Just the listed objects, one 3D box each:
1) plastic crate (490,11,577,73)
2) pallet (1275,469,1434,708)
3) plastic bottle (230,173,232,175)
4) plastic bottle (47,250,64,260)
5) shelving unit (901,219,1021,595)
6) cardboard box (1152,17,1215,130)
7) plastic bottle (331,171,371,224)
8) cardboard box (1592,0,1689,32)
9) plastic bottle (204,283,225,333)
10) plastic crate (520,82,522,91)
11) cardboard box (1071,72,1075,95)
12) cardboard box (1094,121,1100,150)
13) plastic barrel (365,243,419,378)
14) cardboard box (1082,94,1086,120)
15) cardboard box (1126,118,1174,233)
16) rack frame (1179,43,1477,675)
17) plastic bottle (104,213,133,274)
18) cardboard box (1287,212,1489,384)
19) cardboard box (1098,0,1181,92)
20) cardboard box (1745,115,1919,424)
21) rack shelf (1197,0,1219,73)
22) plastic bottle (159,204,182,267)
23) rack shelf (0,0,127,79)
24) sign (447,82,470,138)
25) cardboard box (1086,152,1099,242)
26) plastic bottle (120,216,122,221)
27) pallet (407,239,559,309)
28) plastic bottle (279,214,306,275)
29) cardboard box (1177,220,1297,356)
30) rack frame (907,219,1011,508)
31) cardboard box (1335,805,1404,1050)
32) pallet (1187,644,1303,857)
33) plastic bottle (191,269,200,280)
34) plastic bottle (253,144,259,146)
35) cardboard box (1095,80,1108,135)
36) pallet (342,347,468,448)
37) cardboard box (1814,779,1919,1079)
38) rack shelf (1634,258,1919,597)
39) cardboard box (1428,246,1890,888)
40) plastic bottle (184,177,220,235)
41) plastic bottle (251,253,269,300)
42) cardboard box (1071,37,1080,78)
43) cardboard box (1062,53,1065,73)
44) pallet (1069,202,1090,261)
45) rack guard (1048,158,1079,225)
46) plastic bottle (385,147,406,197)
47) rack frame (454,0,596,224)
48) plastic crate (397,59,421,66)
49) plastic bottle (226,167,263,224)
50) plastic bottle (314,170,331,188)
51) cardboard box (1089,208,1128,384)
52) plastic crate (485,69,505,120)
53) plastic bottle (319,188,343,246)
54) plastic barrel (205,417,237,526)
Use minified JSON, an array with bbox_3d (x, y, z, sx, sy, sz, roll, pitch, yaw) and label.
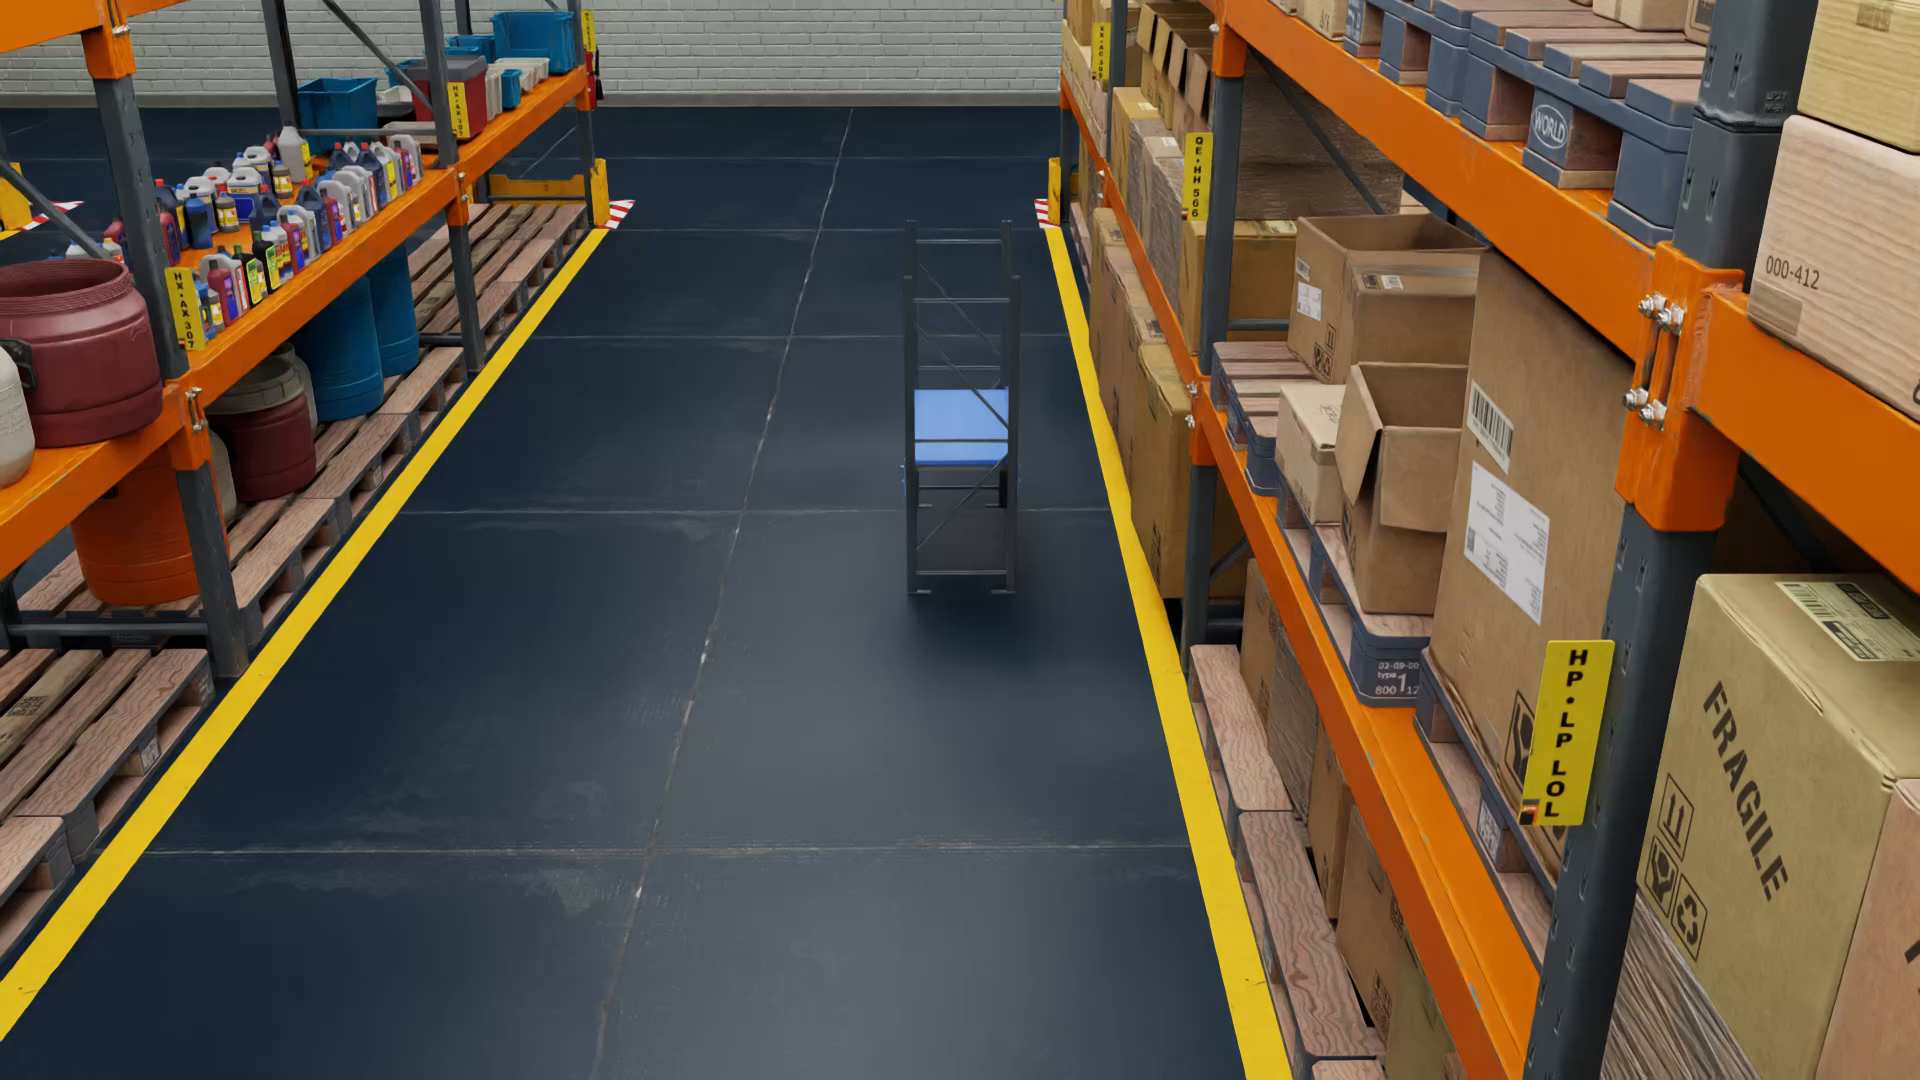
[{"bbox_3d":[-3.412,-4.006,13.353,0.616,0.435,0.499,0,24,-1],"label":"plastic crate"},{"bbox_3d":[1.500,0.077,4.672,1.003,0.211,1.213,0,24,-1],"label":"pallet"},{"bbox_3d":[-3.955,-1.890,9.030,0.097,0.201,0.097,0,24,0],"label":"plastic bottle"},{"bbox_3d":[-3.934,-1.133,7.271,0.097,0.271,0.097,0,24,0],"label":"plastic bottle"},{"bbox_3d":[0.001,-0.648,7.863,0.538,1.500,1.048,0,24,-1],"label":"shelving unit"},{"bbox_3d":[1.405,-2.431,8.646,0.797,0.503,0.637,0,24,0],"label":"cardboard box"},{"bbox_3d":[-3.220,-1.821,8.786,0.152,0.276,0.135,0,24,-1],"label":"plastic bottle"},{"bbox_3d":[1.371,-1.061,2.970,0.396,0.266,0.258,1,24,1],"label":"cardboard box"},{"bbox_3d":[-3.172,-0.981,7.020,0.097,0.201,0.097,0,24,0],"label":"plastic bottle"},{"bbox_3d":[-3.374,-3.316,12.189,0.298,0.136,0.250,0,24,-1],"label":"plastic crate"},{"bbox_3d":[1.037,-3.437,12.514,0.380,0.149,0.250,-1,24,-2],"label":"cardboard box"},{"bbox_3d":[1.060,-2.590,10.642,0.380,0.149,0.250,0,24,0],"label":"cardboard box"},{"bbox_3d":[-3.570,-1.463,9.881,0.600,0.901,0.708,0,24,-1],"label":"plastic barrel"},{"bbox_3d":[1.049,-3.013,11.578,0.380,0.149,0.250,-1,24,-1],"label":"cardboard box"},{"bbox_3d":[1.160,-1.916,8.724,0.500,0.500,0.500,-1,24,-2],"label":"cardboard box"},{"bbox_3d":[1.438,-0.826,6.436,1.000,3.000,0.127,0,24,-1],"label":"rack frame"},{"bbox_3d":[-3.959,-1.386,7.817,0.061,0.283,0.133,0,24,-1],"label":"plastic bottle"},{"bbox_3d":[1.483,-0.840,5.837,0.500,0.500,0.500,-3,25,-7],"label":"cardboard box"},{"bbox_3d":[1.122,-3.071,10.312,0.500,0.500,0.500,0,24,1],"label":"cardboard box"},{"bbox_3d":[1.230,-0.289,1.792,0.500,0.250,0.500,-1,24,-3],"label":"cardboard box"},{"bbox_3d":[1.416,-2.689,7.788,1.077,0.370,4.000,0,24,-1],"label":"rack shelf"},{"bbox_3d":[-3.816,-1.463,7.986,0.061,0.283,0.133,0,24,-1],"label":"plastic bottle"},{"bbox_3d":[-3.493,-1.018,4.095,1.077,0.370,4.000,0,24,-1],"label":"rack shelf"},{"bbox_3d":[-3.009,-2.580,9.978,0.100,0.325,0.005,0,24,-1],"label":"sign"},{"bbox_3d":[1.447,-2.707,12.665,0.875,0.875,0.875,0,24,-1],"label":"cardboard box"},{"bbox_3d":[-3.919,-1.483,7.948,0.144,0.351,0.185,0,24,-1],"label":"plastic bottle"},{"bbox_3d":[-3.622,-1.988,12.390,1.003,0.211,1.213,0,24,-1],"label":"pallet"},{"bbox_3d":[-3.164,-1.407,7.862,0.061,0.283,0.133,0,24,-1],"label":"plastic bottle"},{"bbox_3d":[1.184,-1.074,6.863,0.500,0.500,0.500,0,24,1],"label":"cardboard box"},{"bbox_3d":[-0.005,-0.858,8.326,0.500,1.500,0.032,0,24,-1],"label":"rack frame"},{"bbox_3d":[1.503,1.081,4.720,0.700,0.500,0.500,-2,24,-5],"label":"cardboard box"},{"bbox_3d":[1.445,0.767,6.299,1.003,0.211,1.213,0,24,-1],"label":"pallet"},{"bbox_3d":[-3.326,-1.075,7.229,0.097,0.201,0.097,0,24,0],"label":"plastic bottle"},{"bbox_3d":[-3.959,-2.098,9.404,0.097,0.271,0.097,0,24,0],"label":"plastic bottle"},{"bbox_3d":[1.127,-2.722,10.450,0.500,0.250,0.500,-1,24,-2],"label":"cardboard box"},{"bbox_3d":[-3.592,-0.863,9.902,1.003,0.211,1.213,0,24,-1],"label":"pallet"},{"bbox_3d":[1.239,0.578,1.636,0.500,0.500,0.500,0,24,-1],"label":"cardboard box"},{"bbox_3d":[1.503,0.608,0.500,1.077,0.370,4.000,0,24,-1],"label":"rack shelf"},{"bbox_3d":[1.613,0.030,3.307,1.000,1.000,1.000,0,24,0],"label":"cardboard box"},{"bbox_3d":[-3.922,-1.726,8.576,0.152,0.276,0.135,0,24,-1],"label":"plastic bottle"},{"bbox_3d":[-3.177,-1.186,7.474,0.097,0.201,0.097,0,24,0],"label":"plastic bottle"},{"bbox_3d":[1.100,-3.569,12.323,0.500,0.250,0.500,-1,24,-2],"label":"cardboard box"},{"bbox_3d":[1.024,-3.860,13.450,0.380,0.149,0.250,0,24,0],"label":"cardboard box"},{"bbox_3d":[1.437,-2.523,13.572,1.003,0.211,1.213,0,24,-1],"label":"pallet"},{"bbox_3d":[1.350,-2.993,14.262,1.175,0.500,0.348,0,24,-1],"label":"rack guard"},{"bbox_3d":[-3.227,-2.084,9.368,0.152,0.276,0.135,0,24,-1],"label":"plastic bottle"},{"bbox_3d":[-3.602,-4.100,13.676,1.000,3.000,0.127,0,24,-1],"label":"rack frame"},{"bbox_3d":[-3.914,-3.405,12.270,0.416,0.233,0.300,0,24,-1],"label":"plastic crate"},{"bbox_3d":[-3.772,-1.822,8.789,0.152,0.276,0.135,0,24,-1],"label":"plastic bottle"},{"bbox_3d":[-3.345,-1.810,8.769,0.097,0.271,0.097,0,24,0],"label":"plastic bottle"},{"bbox_3d":[1.421,-1.434,9.849,1.225,0.875,0.875,0,24,0],"label":"cardboard box"},{"bbox_3d":[-3.391,-3.055,11.436,0.437,0.282,0.530,0,24,-1],"label":"plastic crate"},{"bbox_3d":[-3.170,-1.633,8.363,0.061,0.283,0.133,0,24,-1],"label":"plastic bottle"},{"bbox_3d":[-3.633,-0.295,7.772,0.421,0.512,0.421,0,24,0],"label":"plastic barrel"}]
